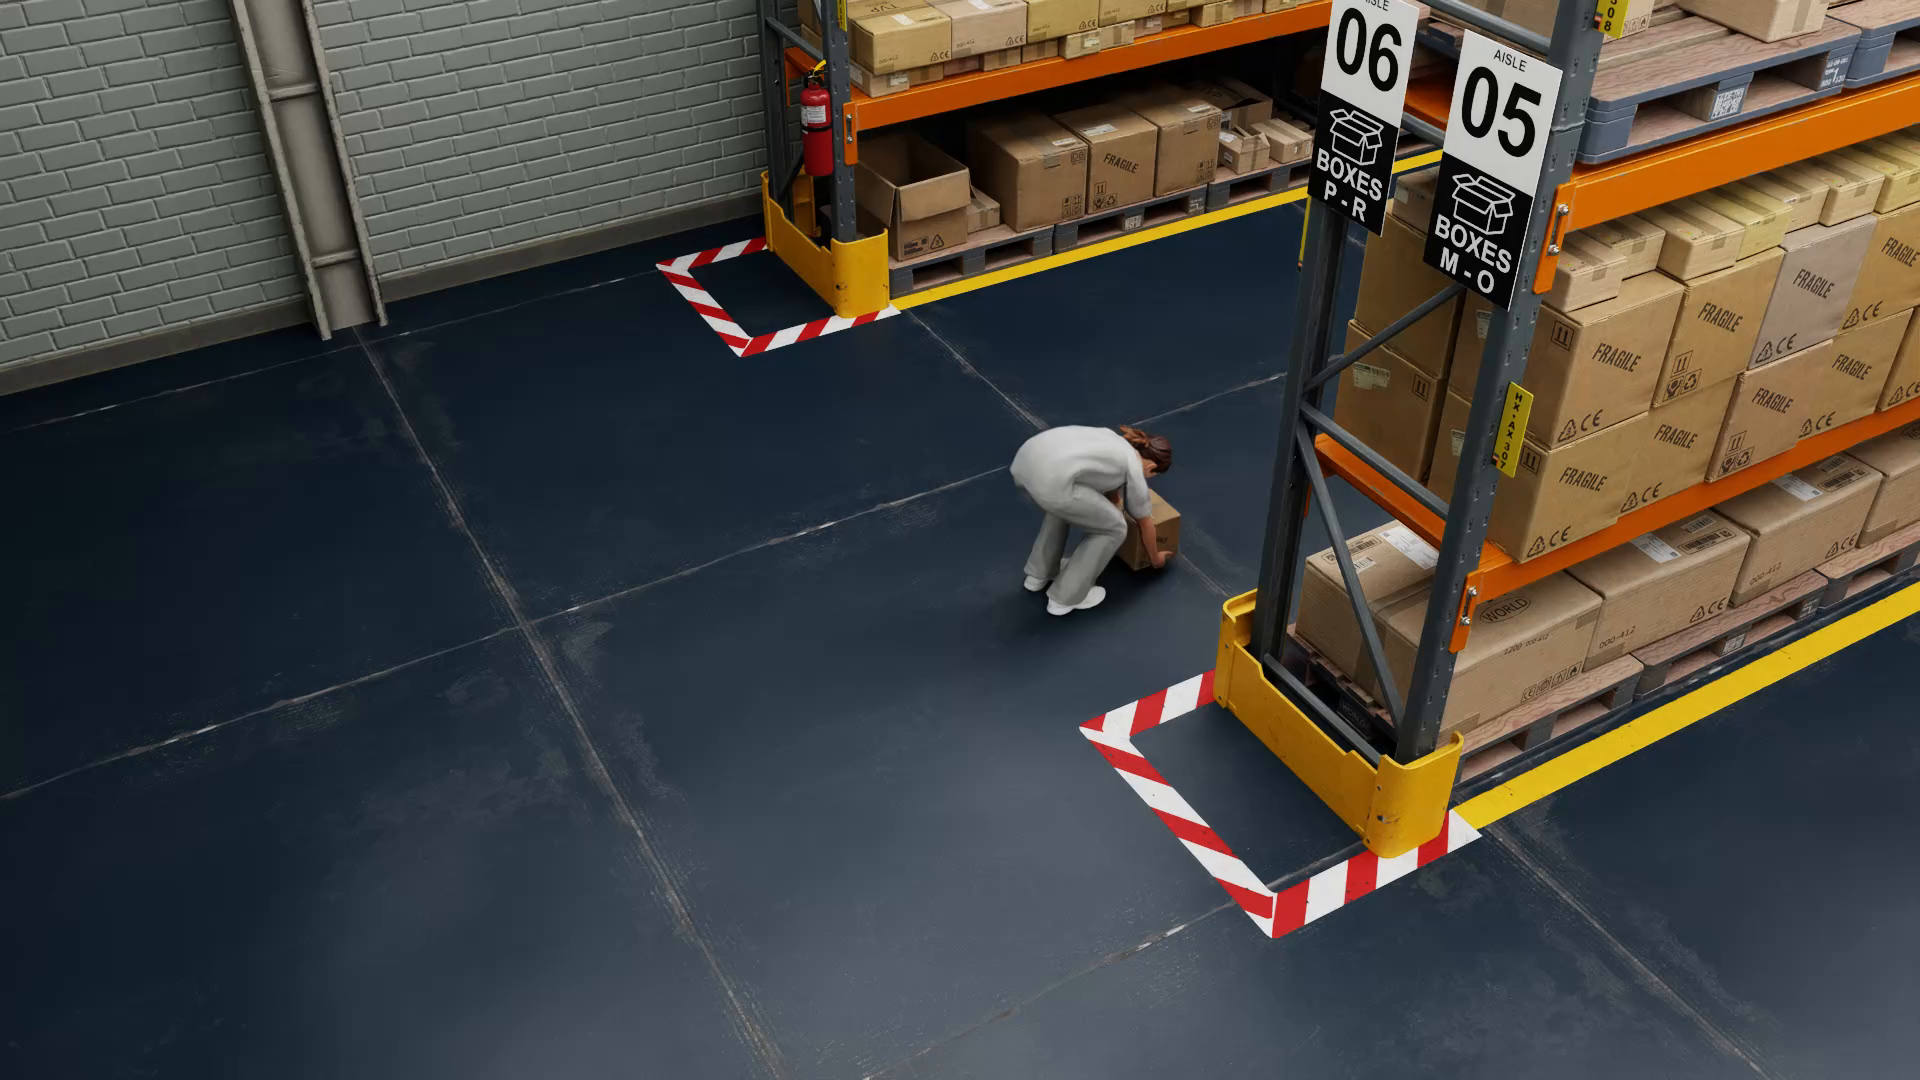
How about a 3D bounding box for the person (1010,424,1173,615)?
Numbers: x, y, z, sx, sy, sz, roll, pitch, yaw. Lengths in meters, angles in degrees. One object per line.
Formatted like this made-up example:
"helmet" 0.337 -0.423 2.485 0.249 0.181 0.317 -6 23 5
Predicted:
"person" 0.629 -0.163 7.783 0.849 0.907 0.468 -21 42 -26
